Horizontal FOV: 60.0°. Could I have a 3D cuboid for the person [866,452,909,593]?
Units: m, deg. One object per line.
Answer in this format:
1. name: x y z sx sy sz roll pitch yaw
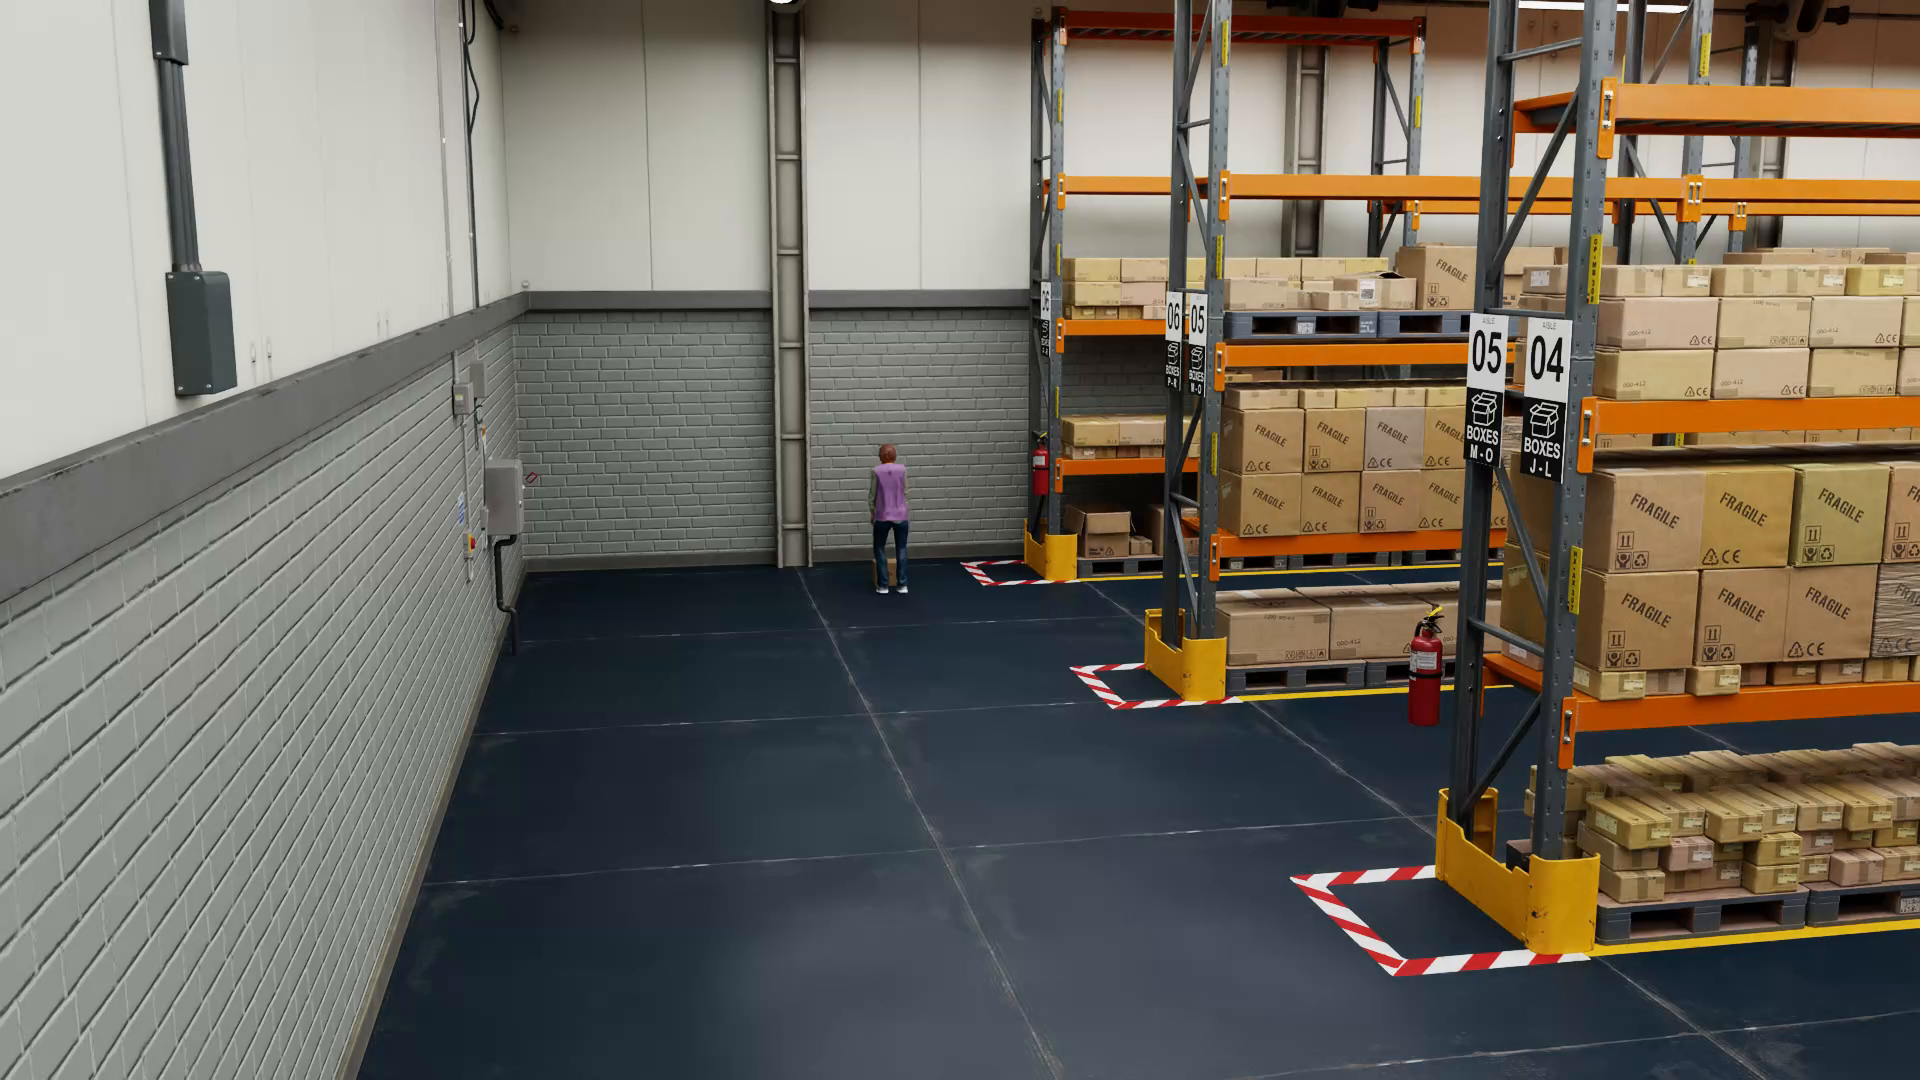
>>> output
1. person: -0.749 -0.160 17.316 0.451 1.449 0.518 -2 10 -10
